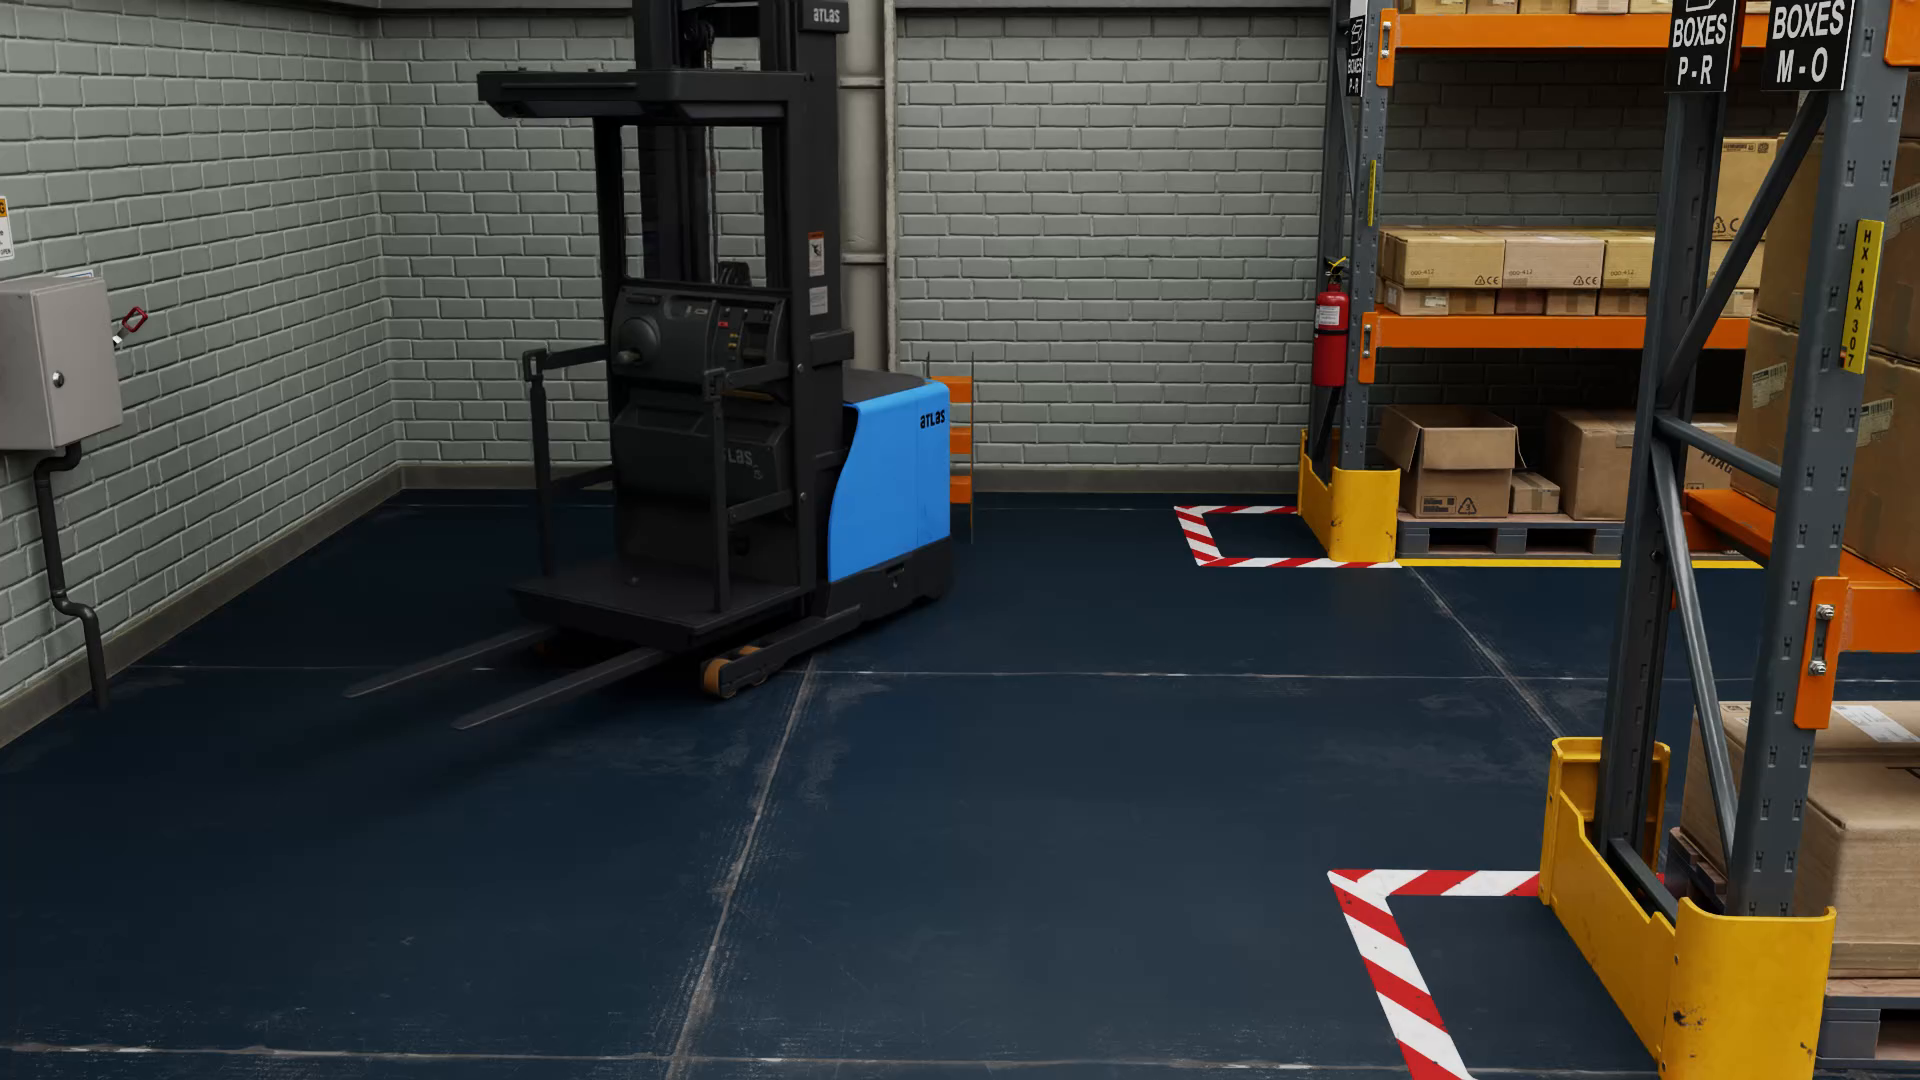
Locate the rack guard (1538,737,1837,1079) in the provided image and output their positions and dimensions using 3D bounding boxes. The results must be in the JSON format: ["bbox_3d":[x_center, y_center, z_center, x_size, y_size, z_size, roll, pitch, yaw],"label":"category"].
[{"bbox_3d":[1.952,0.996,4.586,0.348,0.500,1.175,0,15,1],"label":"rack guard"}]

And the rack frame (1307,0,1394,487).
[{"bbox_3d":[2.099,-1.479,9.065,0.127,3.000,1.000,0,15,1],"label":"rack frame"}]

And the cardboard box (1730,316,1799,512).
[{"bbox_3d":[2.465,-0.326,4.498,0.500,0.500,0.500,0,15,2],"label":"cardboard box"}]

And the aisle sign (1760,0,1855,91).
[{"bbox_3d":[1.897,-1.396,3.657,0.004,0.787,0.394,0,15,1],"label":"aisle sign"}]

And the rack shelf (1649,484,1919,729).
[{"bbox_3d":[3.975,0.148,4.309,4.000,0.370,1.077,0,15,1],"label":"rack shelf"}]

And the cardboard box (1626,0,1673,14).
[{"bbox_3d":[3.439,-2.717,8.373,0.250,0.149,0.380,0,15,1],"label":"cardboard box"}]

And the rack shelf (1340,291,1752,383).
[{"bbox_3d":[4.099,-1.118,9.107,4.000,0.370,1.077,0,15,1],"label":"rack shelf"}]

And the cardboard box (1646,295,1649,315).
[{"bbox_3d":[3.707,-1.264,8.744,0.250,0.149,0.380,0,15,0],"label":"cardboard box"}]

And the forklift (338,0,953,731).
[{"bbox_3d":[-1.249,-0.898,7.000,1.130,2.935,3.031,9,17,31],"label":"forklift"}]

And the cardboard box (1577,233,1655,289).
[{"bbox_3d":[3.557,-1.473,8.753,0.500,0.250,0.500,0,15,0],"label":"cardboard box"}]

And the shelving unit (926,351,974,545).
[{"bbox_3d":[-0.053,-0.508,9.207,0.252,1.050,0.215,0,15,1],"label":"shelving unit"}]

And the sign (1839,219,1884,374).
[{"bbox_3d":[1.956,-0.528,3.610,0.005,0.325,0.100,0,15,1],"label":"sign"}]

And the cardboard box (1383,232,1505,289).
[{"bbox_3d":[2.546,-1.478,8.774,0.500,0.250,0.500,0,15,2],"label":"cardboard box"}]

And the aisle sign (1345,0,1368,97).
[{"bbox_3d":[2.023,-2.661,8.451,0.004,0.787,0.394,0,15,1],"label":"aisle sign"}]

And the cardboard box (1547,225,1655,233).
[{"bbox_3d":[3.576,-1.607,9.260,0.500,0.250,0.500,1,15,3],"label":"cardboard box"}]

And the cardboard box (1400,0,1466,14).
[{"bbox_3d":[2.412,-2.746,8.481,0.250,0.149,0.380,1,15,3],"label":"cardboard box"}]

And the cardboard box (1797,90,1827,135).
[{"bbox_3d":[2.340,-1.107,4.228,0.250,0.149,0.380,1,15,2],"label":"cardboard box"}]

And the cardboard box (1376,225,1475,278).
[{"bbox_3d":[2.566,-1.615,9.291,0.500,0.250,0.500,1,15,3],"label":"cardboard box"}]

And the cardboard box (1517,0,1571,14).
[{"bbox_3d":[2.931,-2.745,8.478,0.250,0.149,0.380,0,15,2],"label":"cardboard box"}]

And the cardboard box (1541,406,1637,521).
[{"bbox_3d":[3.562,-0.429,9.165,0.500,0.500,0.700,1,15,4],"label":"cardboard box"}]

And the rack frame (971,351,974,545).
[{"bbox_3d":[0.068,-0.507,9.204,0.008,1.050,0.200,0,15,1],"label":"rack frame"}]

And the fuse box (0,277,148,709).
[{"bbox_3d":[-3.462,-0.155,6.575,0.414,1.711,0.539,0,15,1],"label":"fuse box"}]

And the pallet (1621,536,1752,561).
[{"bbox_3d":[4.189,-0.116,9.367,1.213,0.211,1.003,0,15,1],"label":"pallet"}]

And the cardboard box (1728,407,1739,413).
[{"bbox_3d":[4.599,-0.423,9.139,0.500,0.500,0.700,0,15,-1],"label":"cardboard box"}]

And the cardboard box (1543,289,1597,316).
[{"bbox_3d":[3.191,-1.285,8.824,0.250,0.149,0.380,1,15,3],"label":"cardboard box"}]

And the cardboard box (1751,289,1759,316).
[{"bbox_3d":[4.231,-1.283,8.817,0.250,0.149,0.380,0,15,1],"label":"cardboard box"}]

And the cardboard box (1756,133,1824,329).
[{"bbox_3d":[2.464,-0.802,4.345,0.500,0.500,0.500,1,15,3],"label":"cardboard box"}]

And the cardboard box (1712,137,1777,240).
[{"bbox_3d":[4.045,-1.831,8.642,0.500,0.500,0.500,1,15,3],"label":"cardboard box"}]

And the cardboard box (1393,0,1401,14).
[{"bbox_3d":[2.425,-2.865,8.930,0.250,0.149,0.380,1,15,3],"label":"cardboard box"}]

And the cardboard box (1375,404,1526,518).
[{"bbox_3d":[2.708,-0.447,9.223,0.637,0.503,0.797,0,15,-1],"label":"cardboard box"}]

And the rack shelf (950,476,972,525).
[{"bbox_3d":[-0.054,-0.229,9.281,0.240,0.259,0.215,0,15,1],"label":"rack shelf"}]

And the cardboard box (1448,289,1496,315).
[{"bbox_3d":[2.676,-1.295,8.862,0.250,0.149,0.380,1,15,3],"label":"cardboard box"}]

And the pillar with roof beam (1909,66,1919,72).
[{"bbox_3d":[5.315,-3.490,4.928,0.400,9.000,9.100,0,15,1],"label":"pillar with roof beam"}]

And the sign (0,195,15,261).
[{"bbox_3d":[-3.670,-1.165,6.257,0.001,0.242,0.339,0,15,1],"label":"sign"}]
